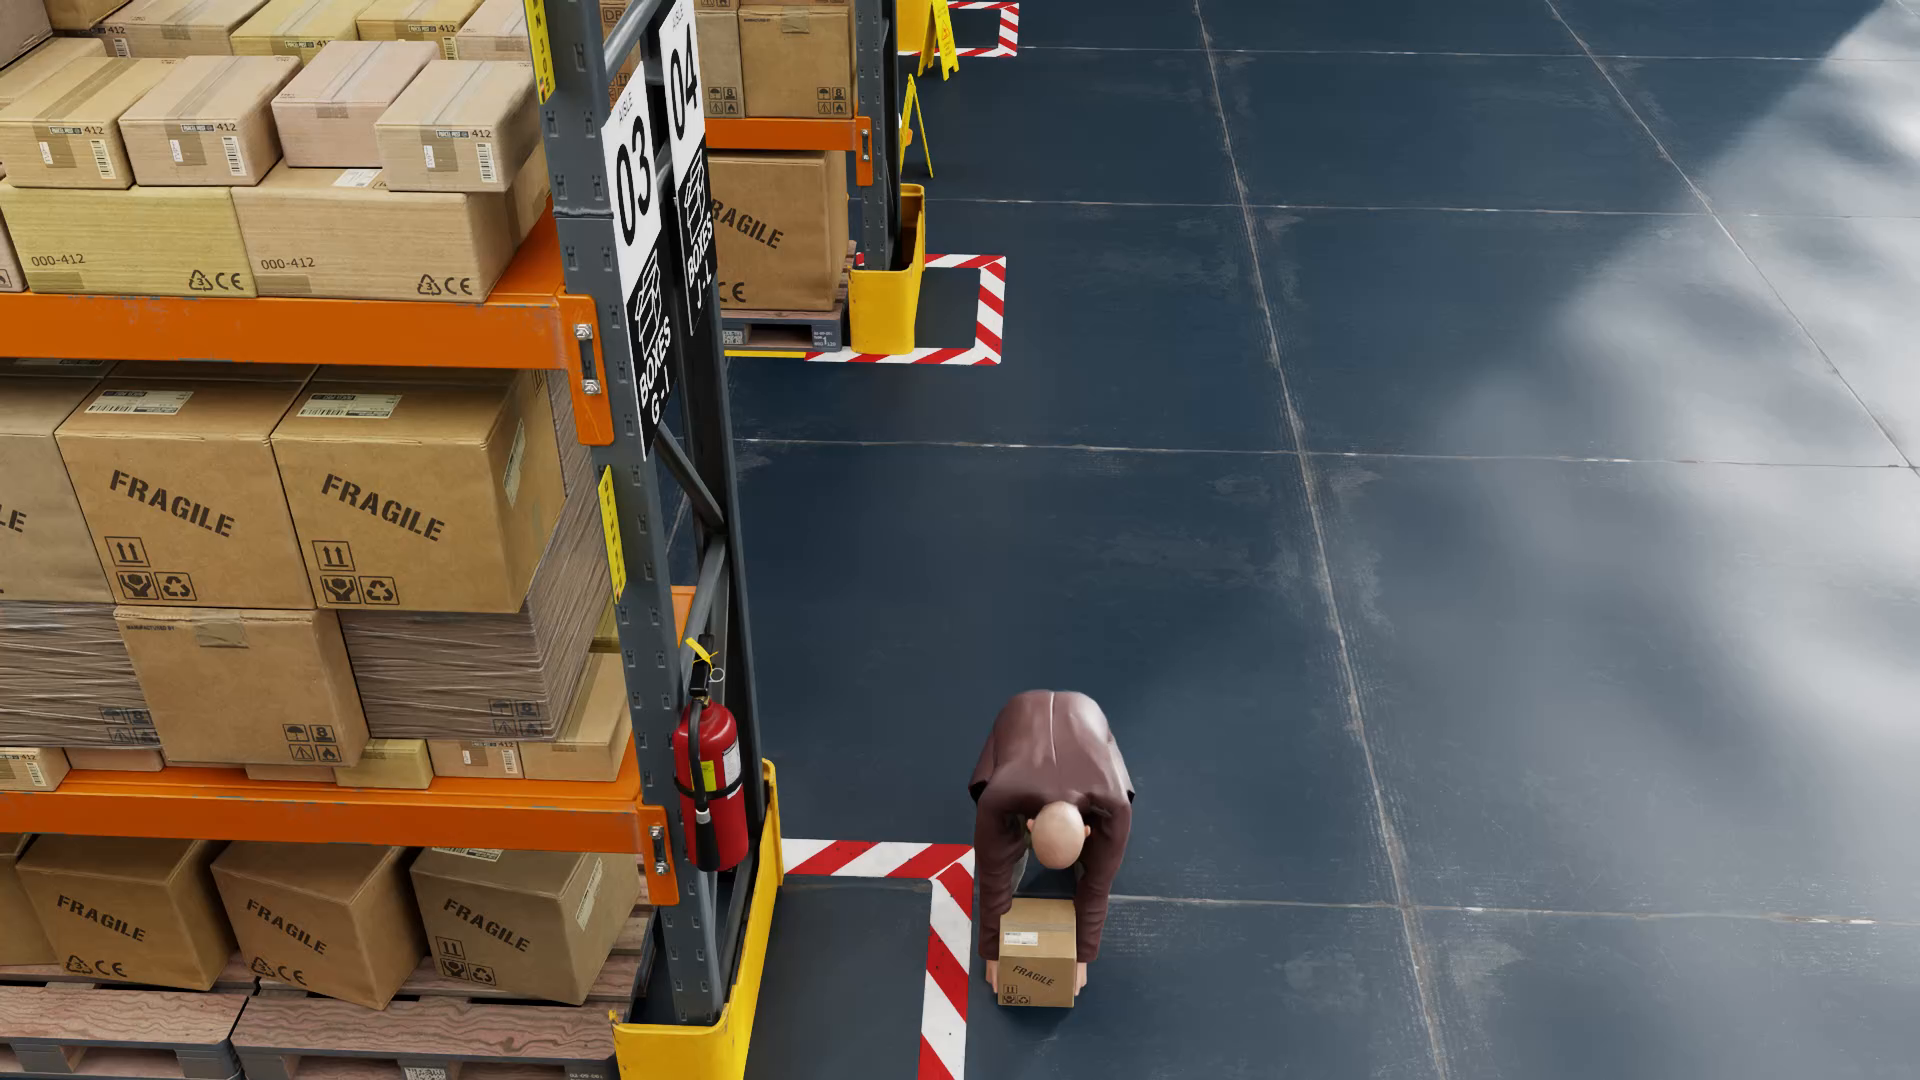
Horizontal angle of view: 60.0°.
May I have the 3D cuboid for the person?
[{"bbox_3d":[0.304,0.965,5.673,0.577,0.809,0.943,3,35,5],"label":"person"}]
